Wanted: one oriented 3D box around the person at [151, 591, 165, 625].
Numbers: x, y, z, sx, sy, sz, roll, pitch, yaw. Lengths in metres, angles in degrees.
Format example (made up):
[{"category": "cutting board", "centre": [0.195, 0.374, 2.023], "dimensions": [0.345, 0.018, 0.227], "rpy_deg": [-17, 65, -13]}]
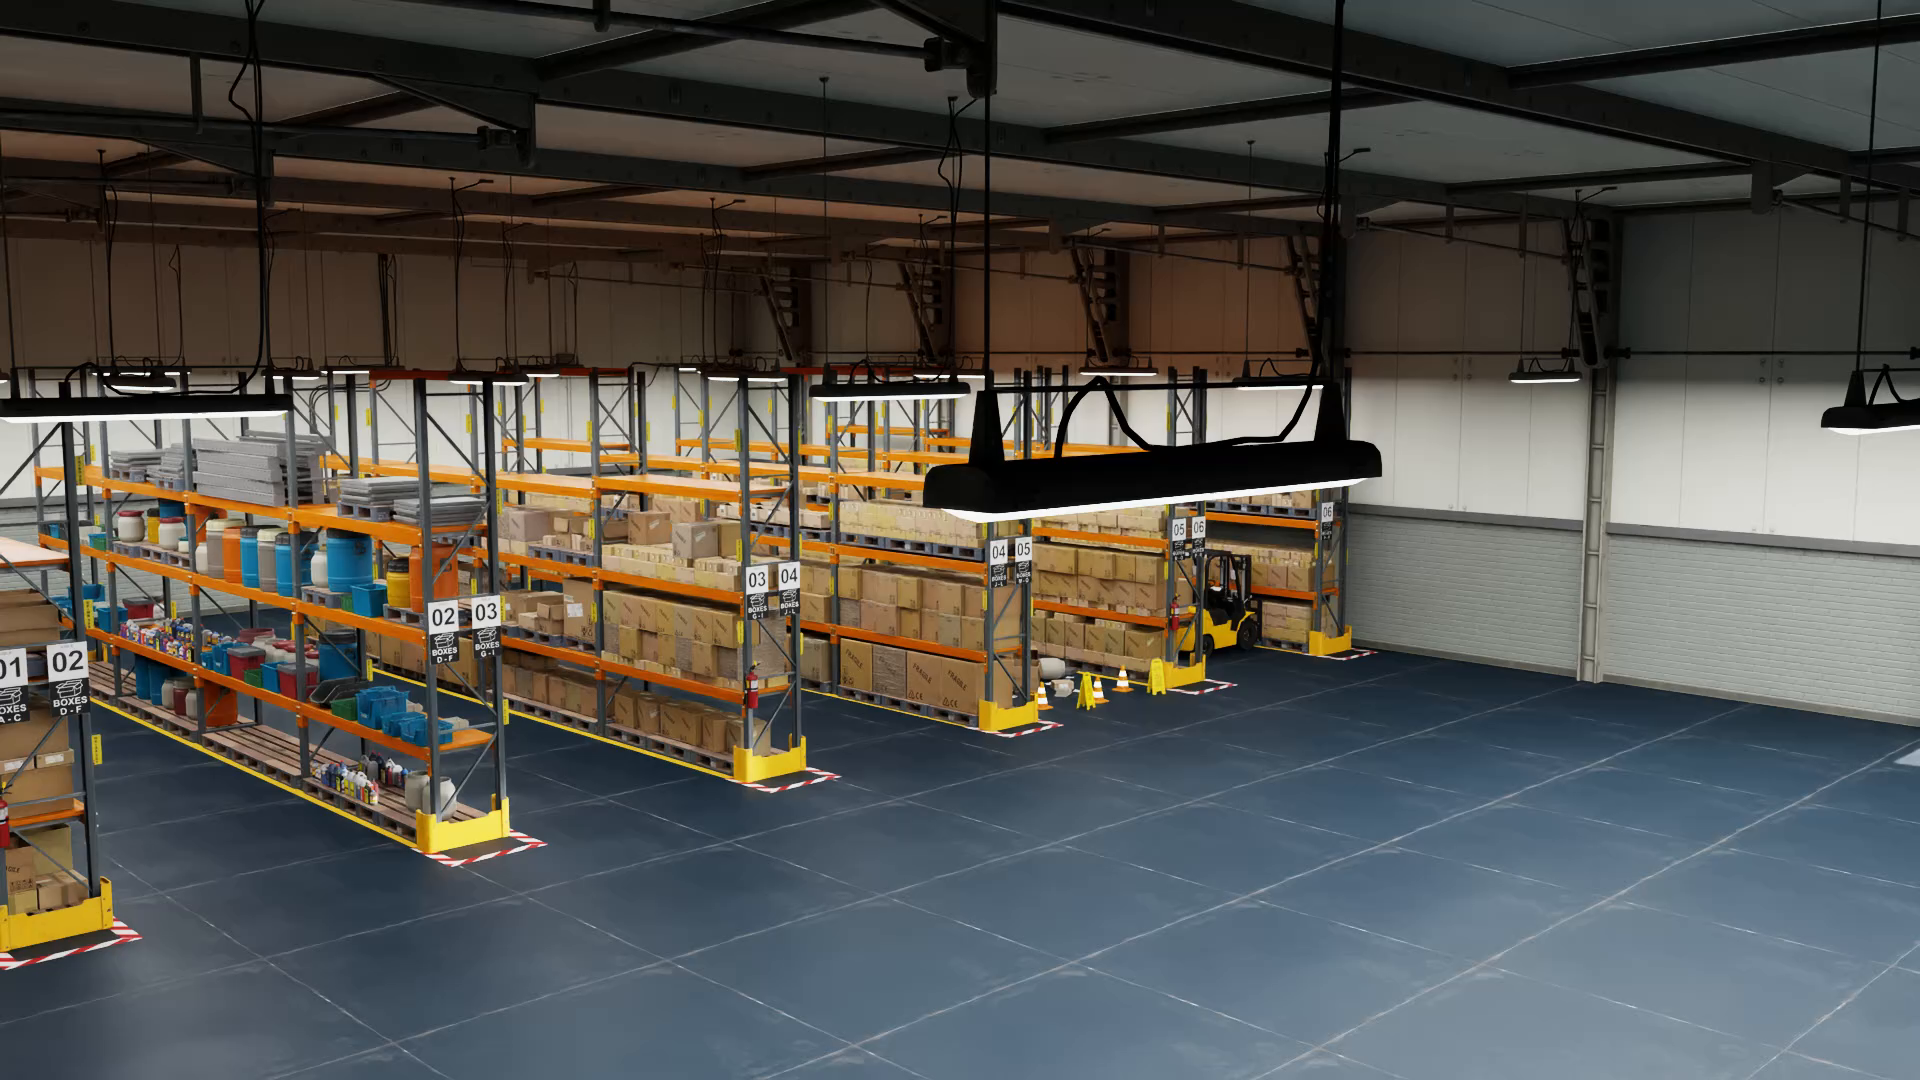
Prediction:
[{"category": "person", "centre": [-15.568, 1.838, 32.401], "dimensions": [0.507, 1.664, 0.475], "rpy_deg": [-3, 7, -23]}]
